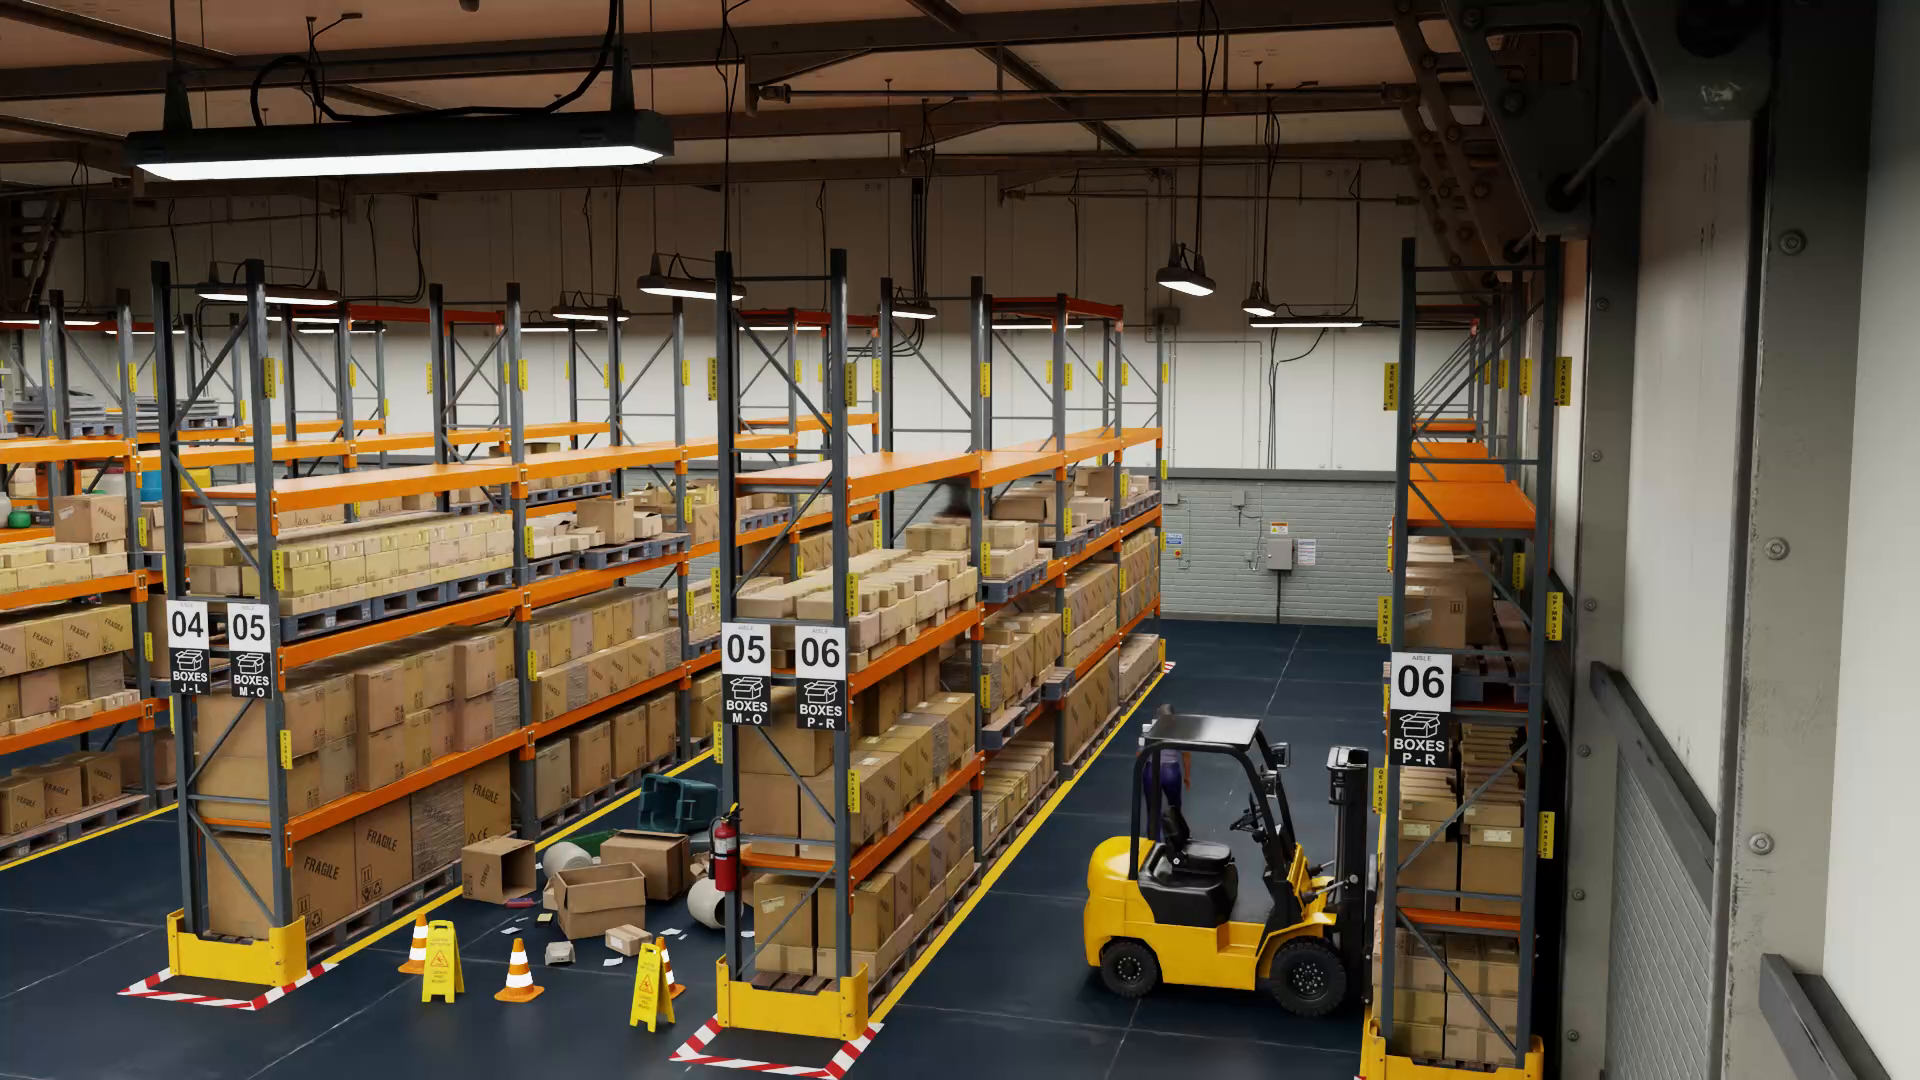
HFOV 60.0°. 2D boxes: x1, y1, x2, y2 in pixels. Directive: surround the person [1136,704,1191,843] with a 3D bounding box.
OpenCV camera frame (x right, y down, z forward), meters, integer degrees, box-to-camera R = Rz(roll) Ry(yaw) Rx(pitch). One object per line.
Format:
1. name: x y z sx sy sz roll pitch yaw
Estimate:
1. person: 2.147 2.549 17.552 0.590 1.663 0.806 1 6 13
